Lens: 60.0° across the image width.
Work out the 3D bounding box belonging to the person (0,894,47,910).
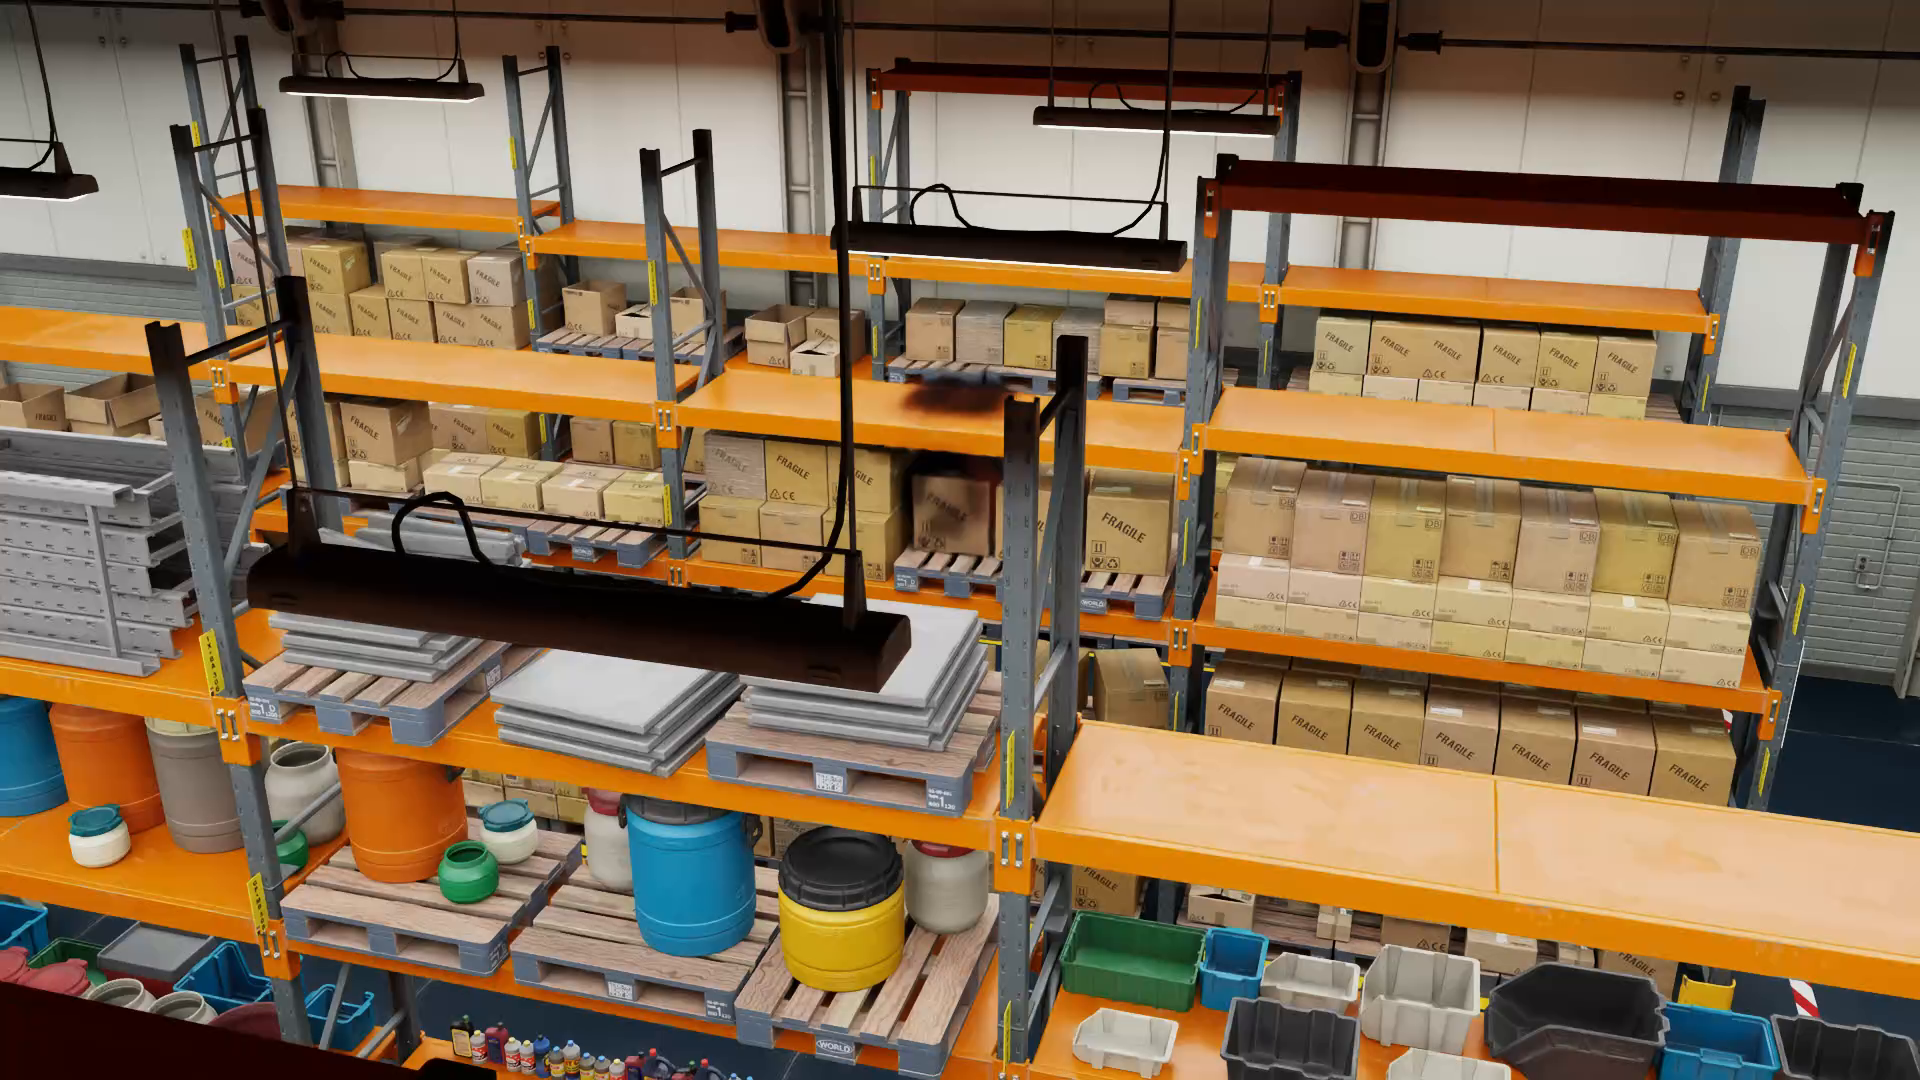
[{"bbox_3d":[-7.506,2.303,13.061,0.468,1.688,0.413,0,23,1],"label":"person"}]
